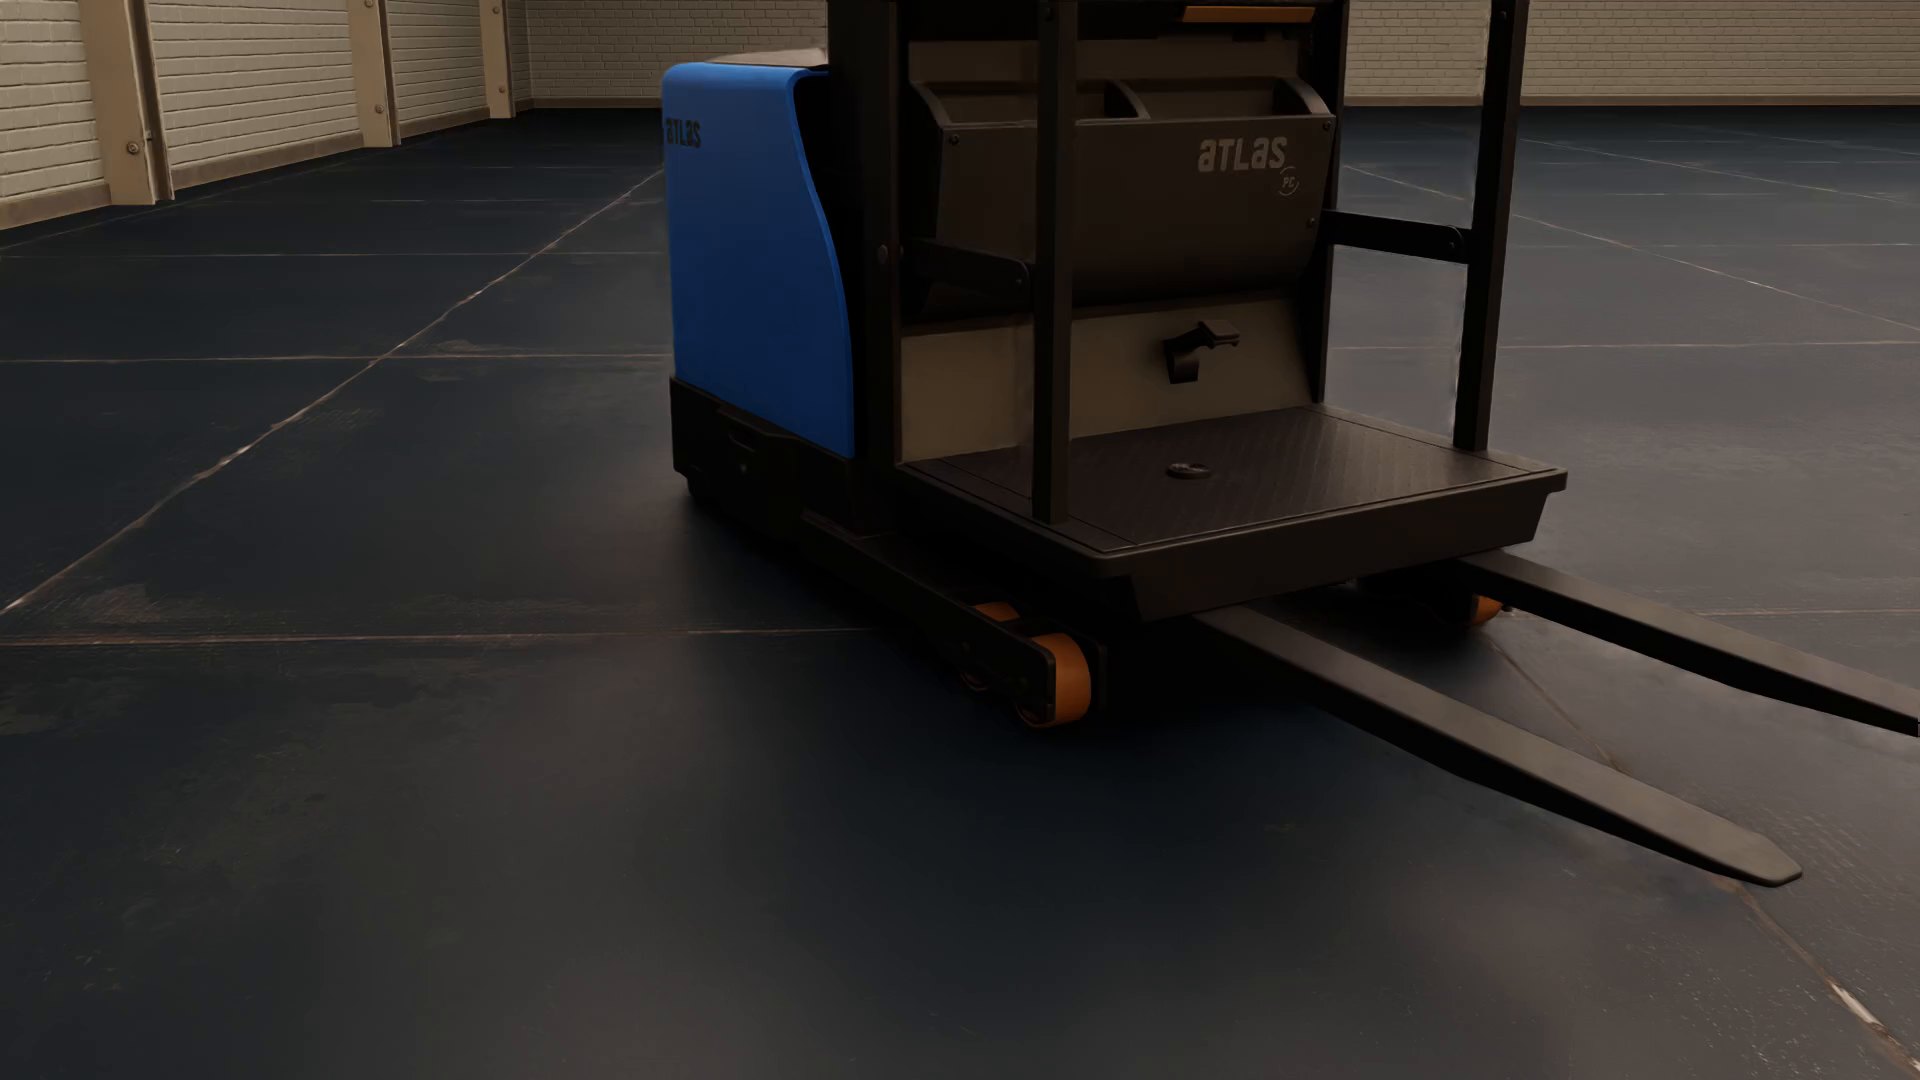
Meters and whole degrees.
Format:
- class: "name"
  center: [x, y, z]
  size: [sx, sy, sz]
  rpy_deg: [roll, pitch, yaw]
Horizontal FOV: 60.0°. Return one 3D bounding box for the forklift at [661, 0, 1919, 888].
- class: "forklift"
  center: [0.441, -1.230, 2.928]
  size: [1.130, 2.935, 3.031]
  rpy_deg: [-10, 20, -29]
